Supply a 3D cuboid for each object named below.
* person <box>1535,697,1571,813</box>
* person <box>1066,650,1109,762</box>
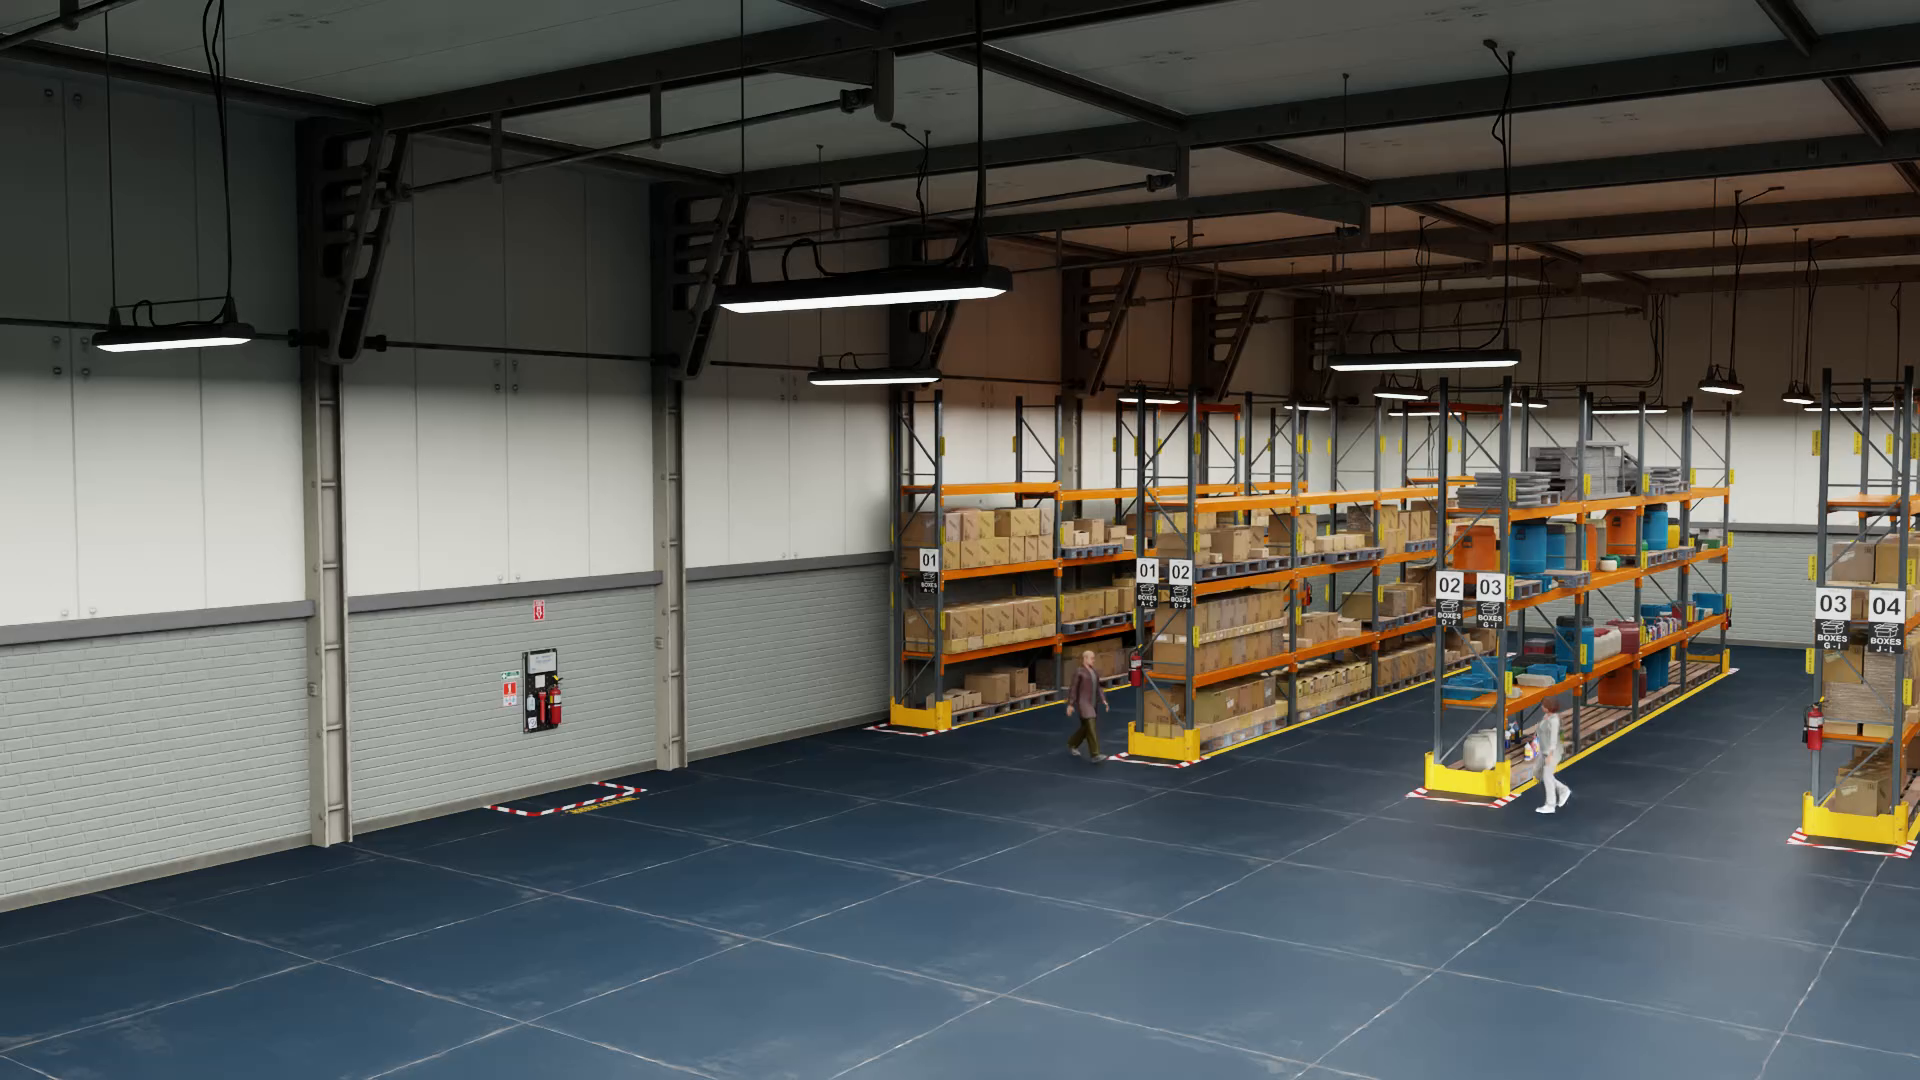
[{"bbox_3d":[8.100,2.915,22.647,0.525,1.586,0.413,0,3,-4],"label":"person"},{"bbox_3d":[2.039,2.638,26.559,0.997,1.751,0.603,2,4,37],"label":"person"}]
